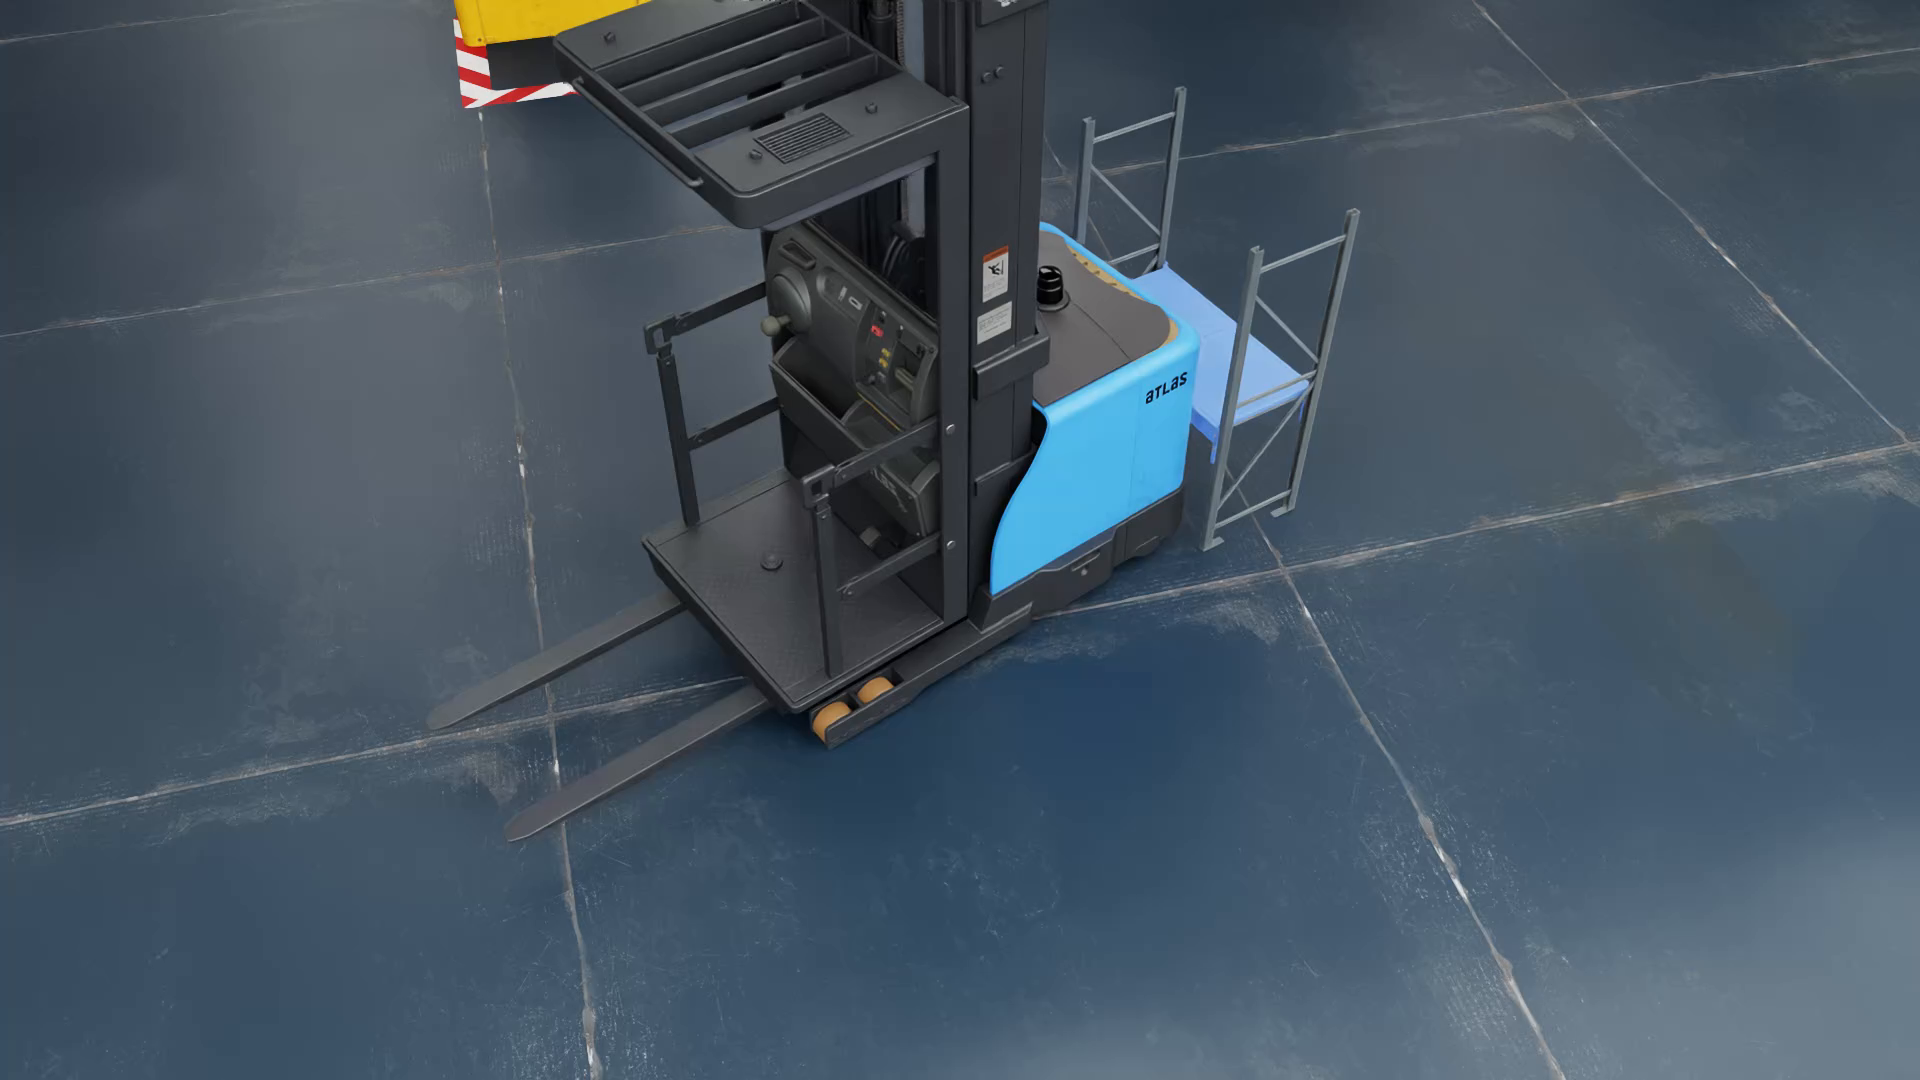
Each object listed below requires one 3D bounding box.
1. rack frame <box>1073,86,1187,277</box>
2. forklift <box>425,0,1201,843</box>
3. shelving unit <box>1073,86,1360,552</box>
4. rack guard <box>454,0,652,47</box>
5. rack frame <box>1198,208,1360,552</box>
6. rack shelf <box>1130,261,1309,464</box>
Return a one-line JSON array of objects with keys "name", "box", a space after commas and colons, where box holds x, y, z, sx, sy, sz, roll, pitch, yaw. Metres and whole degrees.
[{"name": "rack frame", "box": [0.680, -1.194, 7.112, 0.500, 1.500, 0.032, -24, 50, -23]}, {"name": "forklift", "box": [-0.548, -0.687, 5.621, 3.031, 2.935, 1.130, -29, 52, -25]}, {"name": "shelving unit", "box": [0.955, -0.888, 6.813, 0.538, 1.500, 1.048, -24, 50, -23]}, {"name": "rack guard", "box": [-2.417, -3.317, 9.901, 1.175, 0.500, 0.348, -11, 47, -10]}, {"name": "rack frame", "box": [1.231, -0.583, 6.514, 0.500, 1.500, 0.032, -24, 50, -23]}, {"name": "rack shelf", "box": [0.952, -0.761, 6.940, 0.538, 0.185, 1.000, -24, 50, -23]}]
